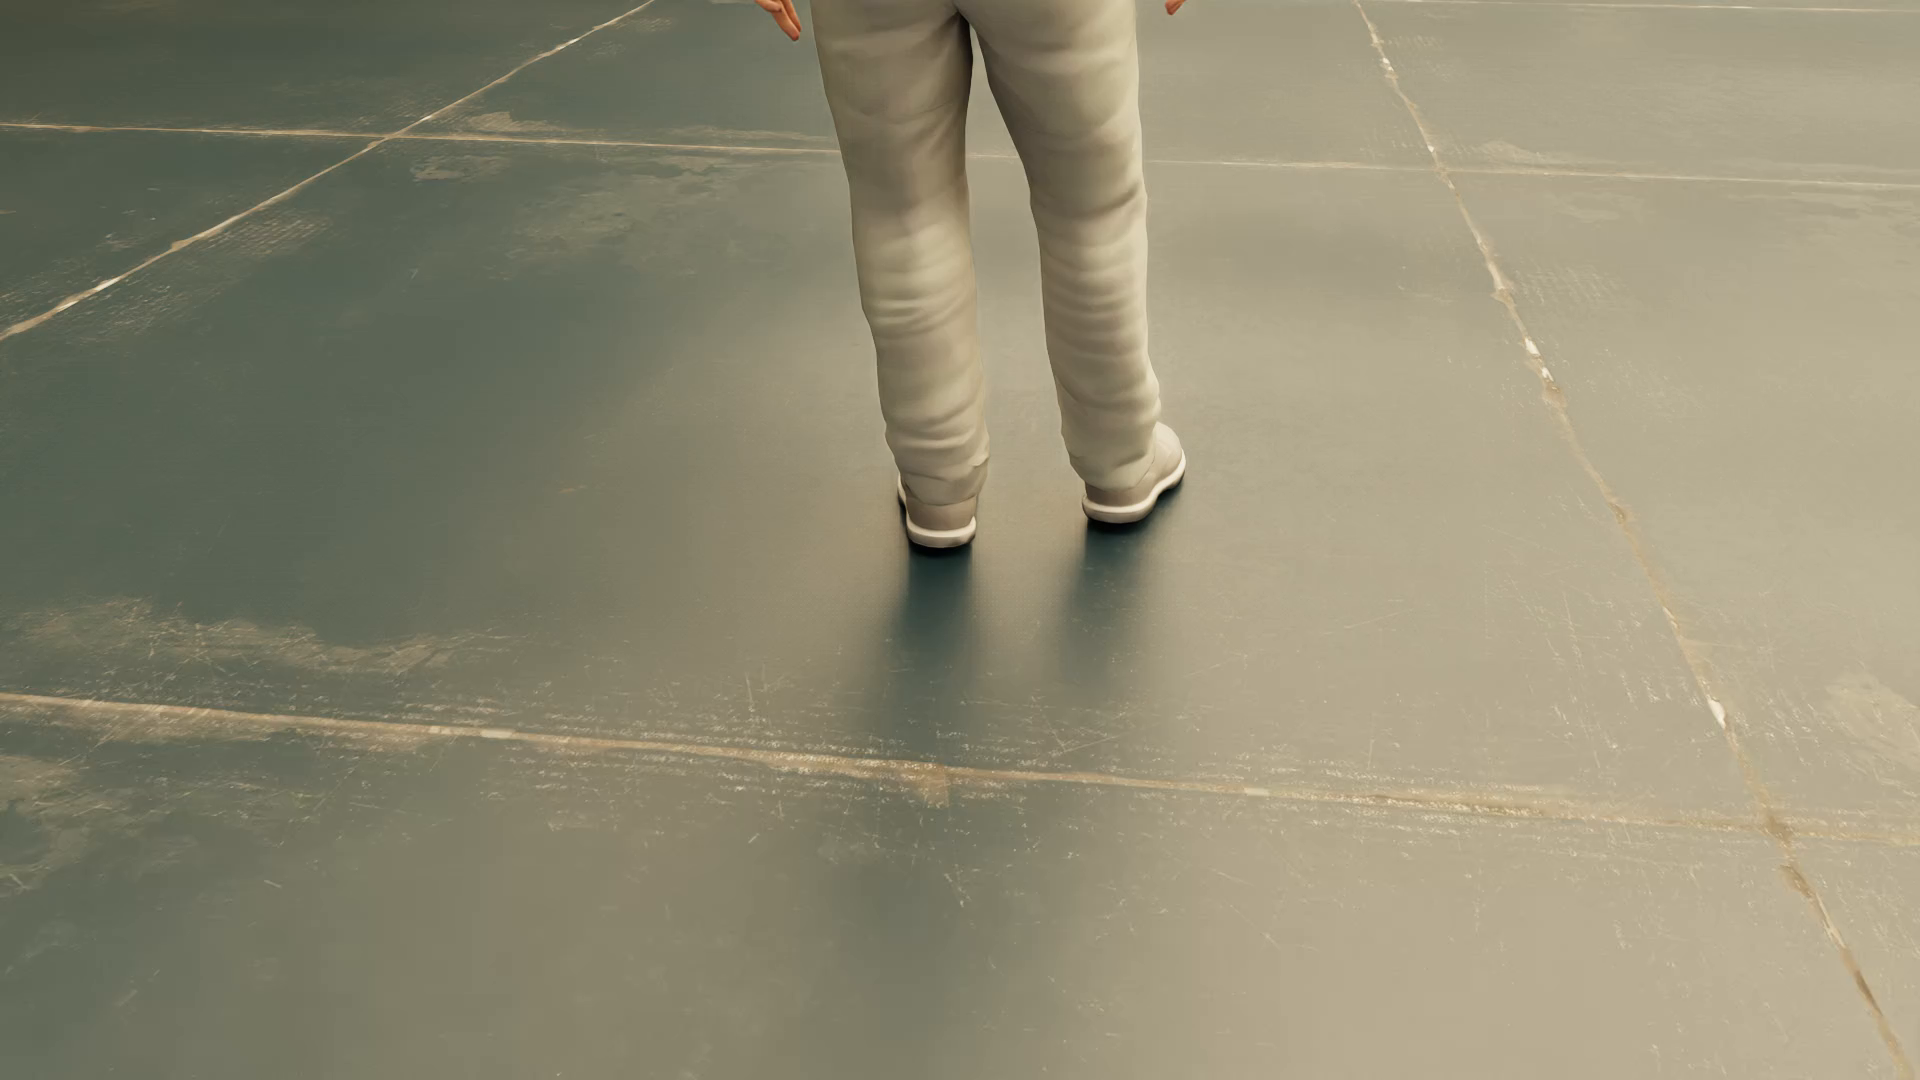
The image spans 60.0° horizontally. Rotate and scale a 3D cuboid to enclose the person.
[{"bbox_3d":[0.022,-0.838,2.167,0.641,1.780,0.574,3,27,7],"label":"person"}]
